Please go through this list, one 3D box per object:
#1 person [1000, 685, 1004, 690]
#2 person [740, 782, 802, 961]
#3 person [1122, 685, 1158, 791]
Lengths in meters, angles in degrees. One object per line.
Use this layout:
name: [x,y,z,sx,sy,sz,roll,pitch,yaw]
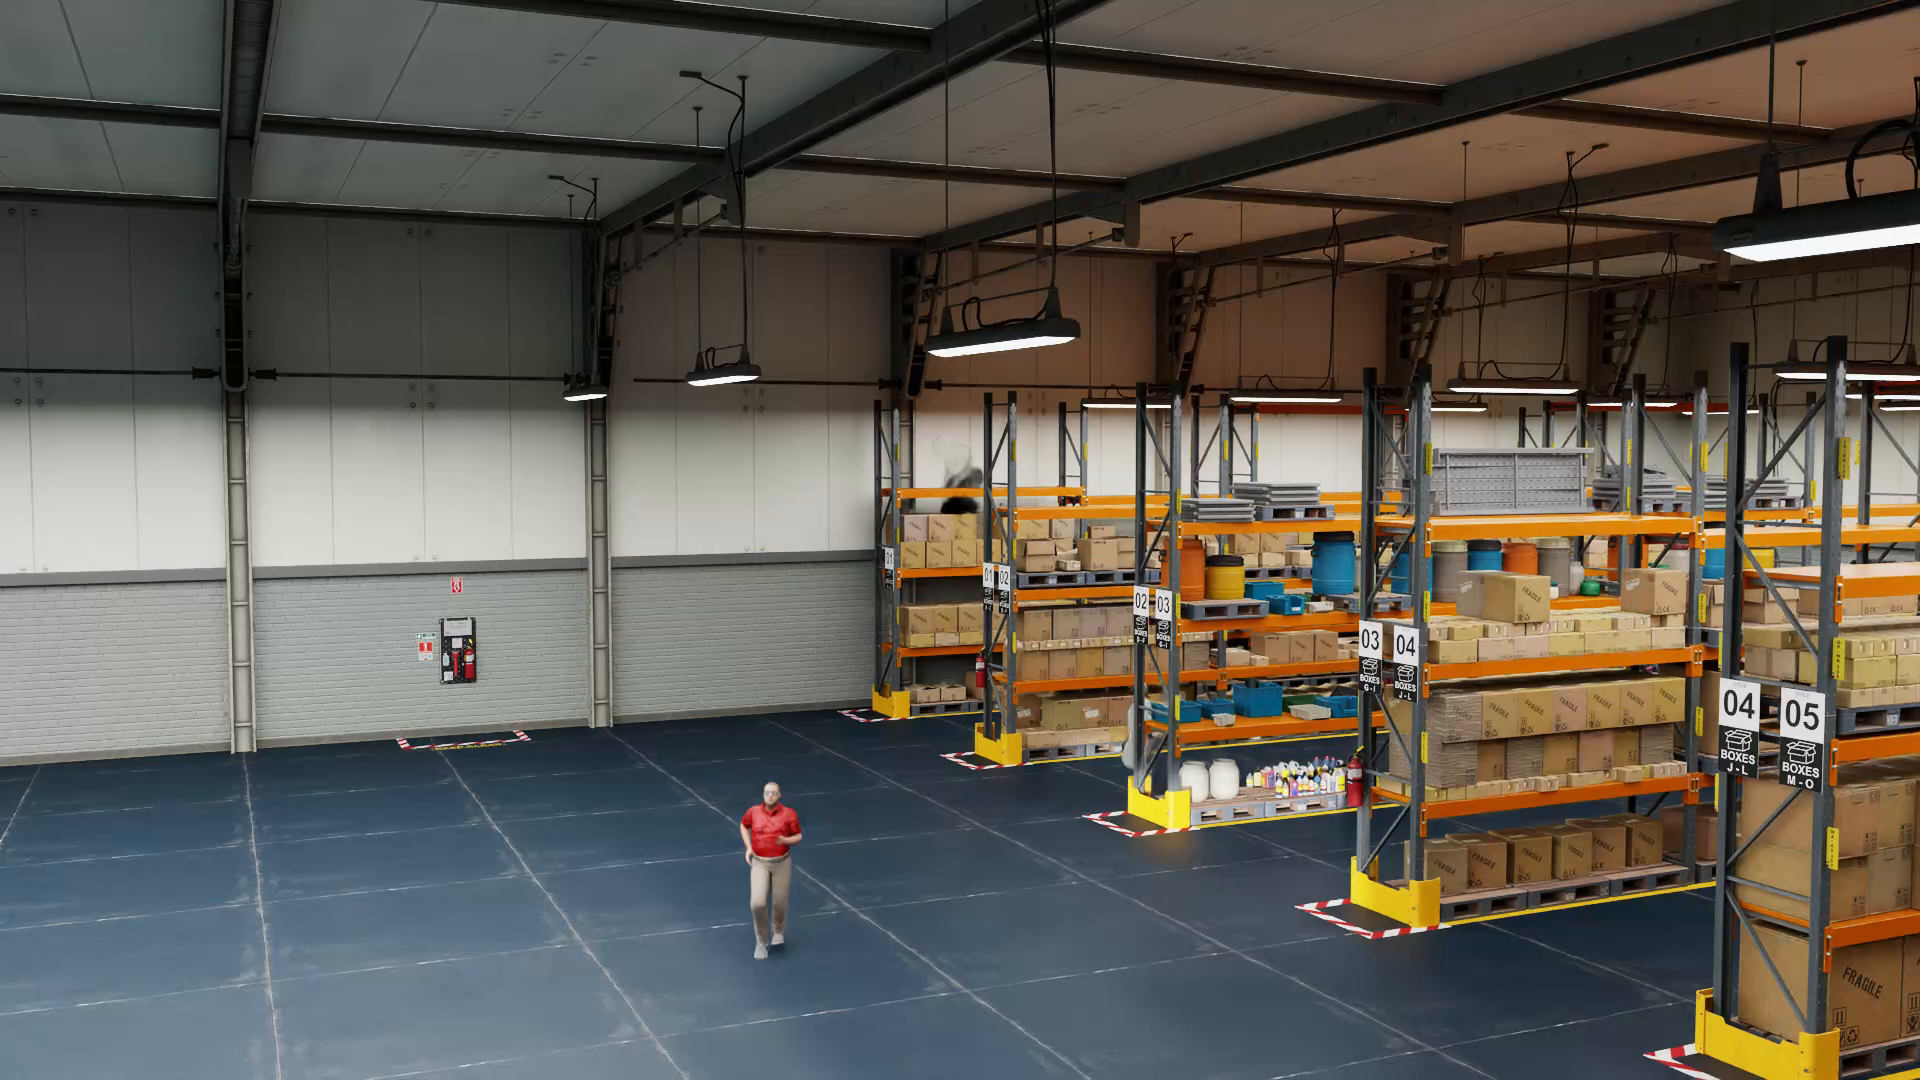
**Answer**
person: [0.974,2.691,29.064,0.533,1.563,0.553,-2,4,-34]
person: [-1.911,3.340,16.785,0.637,1.790,0.725,0,3,-4]
person: [2.678,2.925,24.570,0.545,1.635,0.618,-2,4,-29]
